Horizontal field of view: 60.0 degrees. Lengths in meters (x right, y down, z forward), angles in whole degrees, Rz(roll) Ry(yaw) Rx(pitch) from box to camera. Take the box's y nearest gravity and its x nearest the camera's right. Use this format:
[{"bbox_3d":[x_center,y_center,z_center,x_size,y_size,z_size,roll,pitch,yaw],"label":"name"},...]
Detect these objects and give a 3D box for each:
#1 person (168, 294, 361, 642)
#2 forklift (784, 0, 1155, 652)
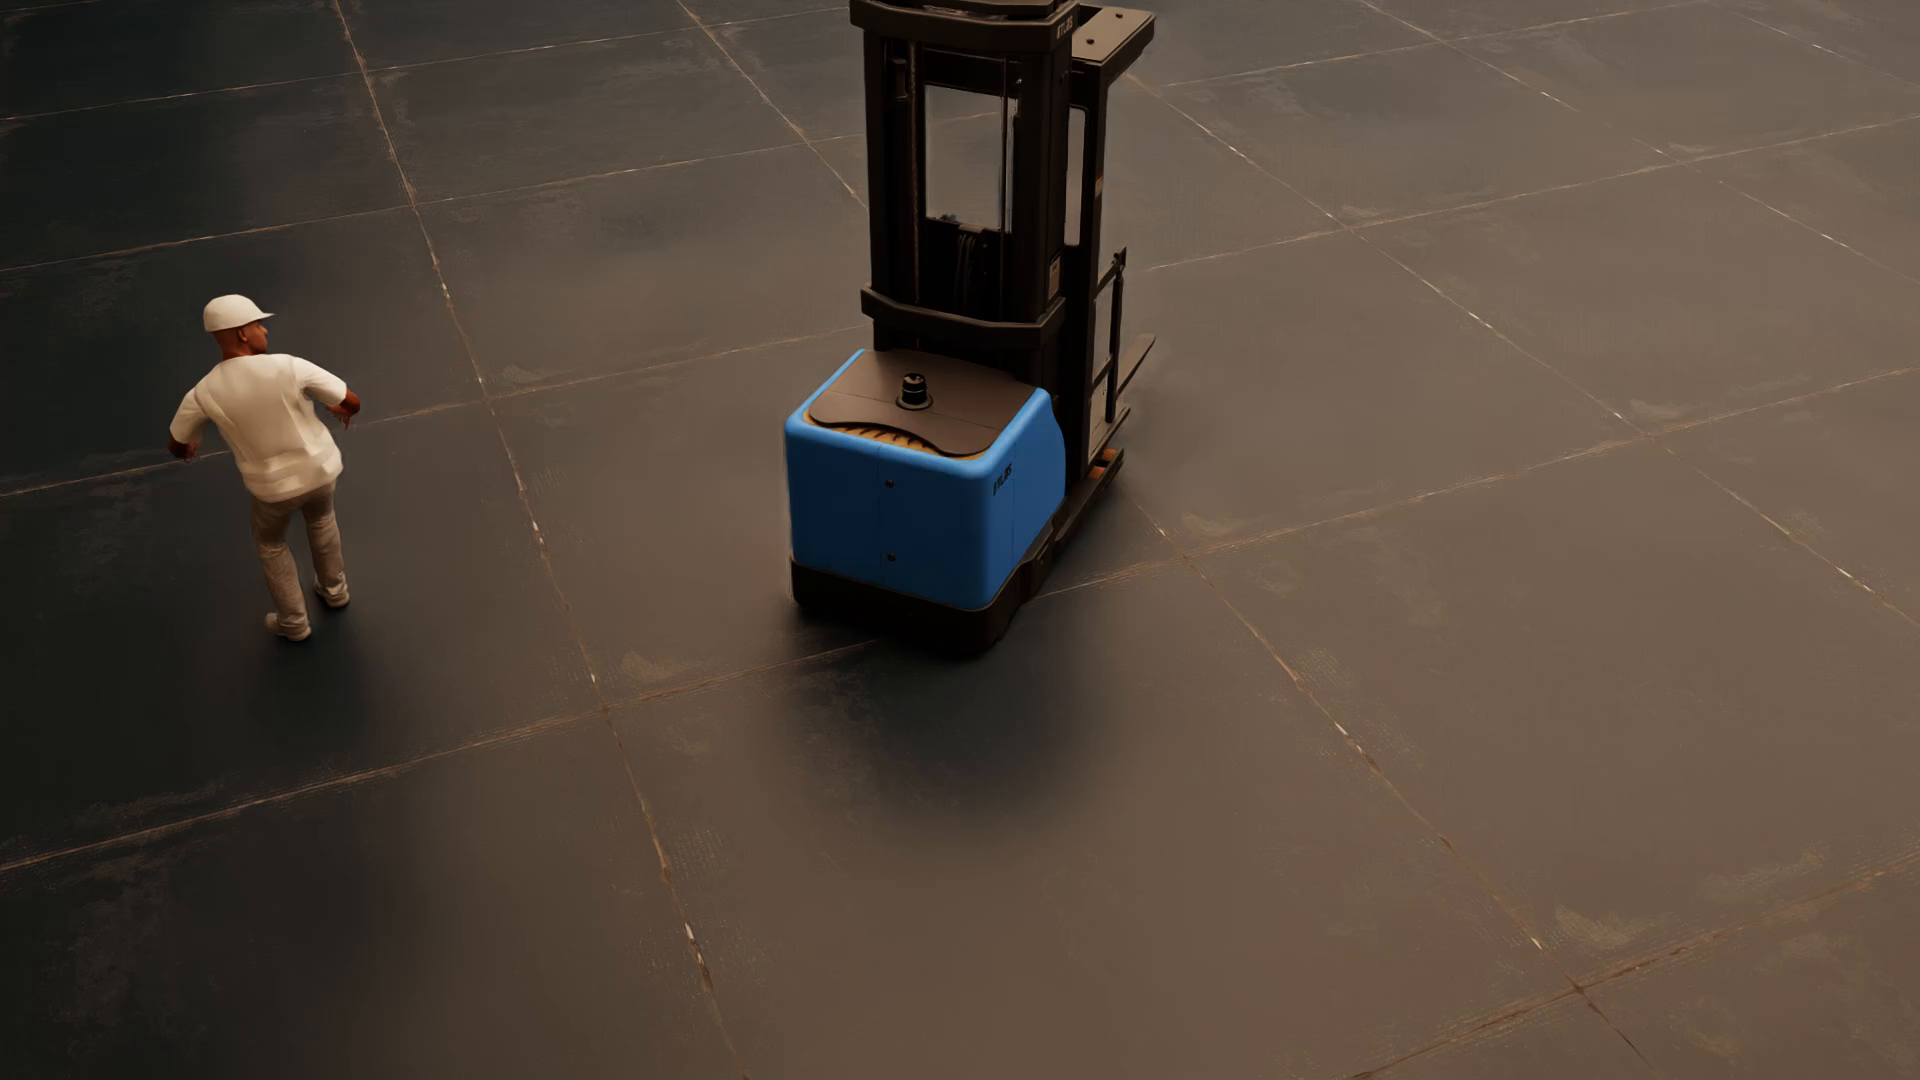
[{"bbox_3d":[-3.171,-0.353,7.696,0.821,1.716,0.645,-19,40,-25],"label":"person"},{"bbox_3d":[0.244,-1.519,8.235,1.130,2.935,3.031,14,38,19],"label":"forklift"}]
